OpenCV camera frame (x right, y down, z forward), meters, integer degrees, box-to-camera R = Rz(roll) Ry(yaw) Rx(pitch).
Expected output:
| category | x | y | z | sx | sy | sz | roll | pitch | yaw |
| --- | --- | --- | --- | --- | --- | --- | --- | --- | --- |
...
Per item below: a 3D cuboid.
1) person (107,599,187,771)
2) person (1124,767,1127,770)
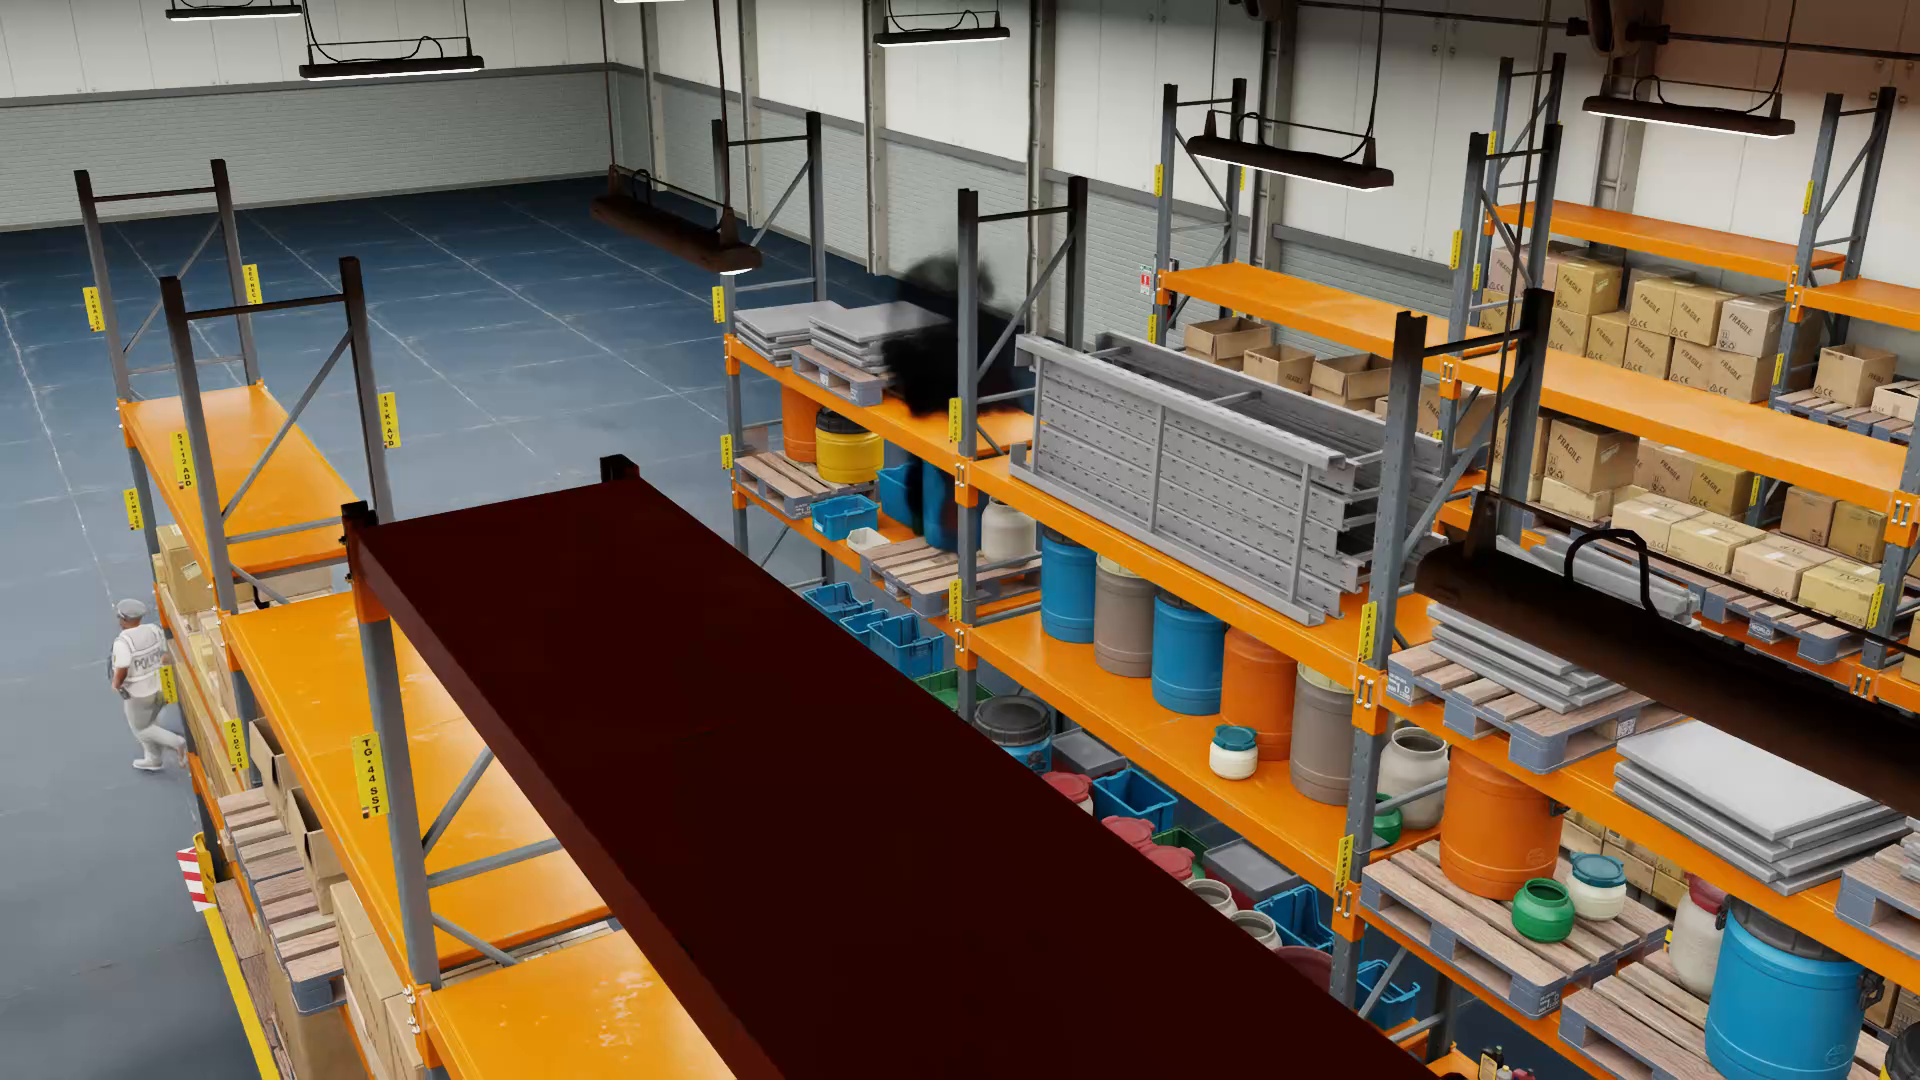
| category | x | y | z | sx | sy | sz | roll | pitch | yaw |
| --- | --- | --- | --- | --- | --- | --- | --- | --- | --- |
| person | -7.564 | 1.401 | 15.521 | 0.790 | 1.774 | 0.659 | 7 | 23 | 17 |
| person | 1.278 | 1.554 | 15.186 | 0.689 | 1.720 | 0.596 | -18 | 28 | -37 |
